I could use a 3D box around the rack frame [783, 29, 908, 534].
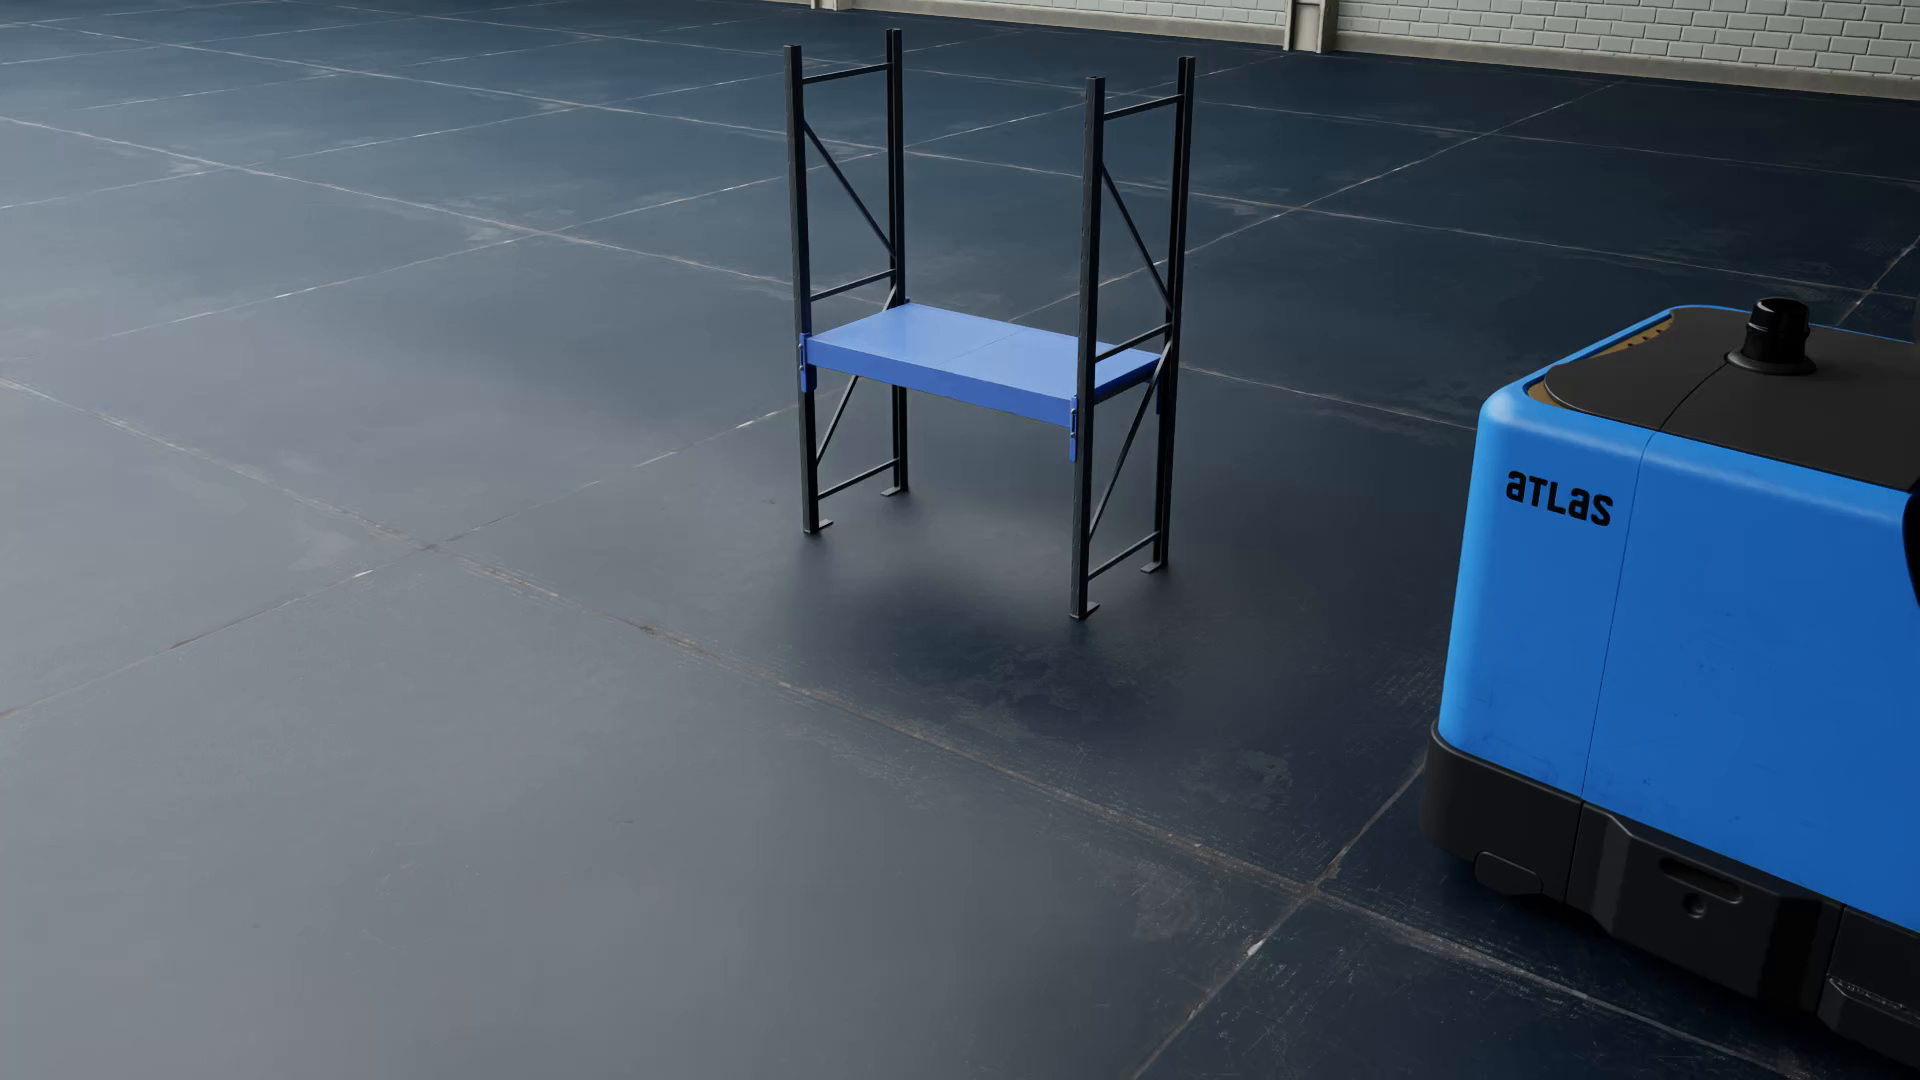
[{"bbox_3d":[-0.339,-0.789,5.180,0.032,1.500,0.500,17,29,33],"label":"rack frame"}]

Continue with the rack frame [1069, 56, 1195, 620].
[{"bbox_3d":[0.475,-0.543,4.622,0.032,1.500,0.500,17,29,33],"label":"rack frame"}]

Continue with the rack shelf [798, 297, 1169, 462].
[{"bbox_3d":[0.068,-0.501,4.973,1.000,0.185,0.538,17,29,33],"label":"rack shelf"}]

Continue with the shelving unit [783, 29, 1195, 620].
[{"bbox_3d":[0.068,-0.666,4.901,1.048,1.500,0.538,17,29,33],"label":"shelving unit"}]

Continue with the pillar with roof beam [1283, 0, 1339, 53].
[{"bbox_3d":[0.750,-7.407,10.901,0.400,9.000,9.100,17,29,33],"label":"pillar with roof beam"}]

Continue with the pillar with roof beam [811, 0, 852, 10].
[{"bbox_3d":[-4.051,-8.858,14.194,0.400,9.000,9.100,17,29,33],"label":"pillar with roof beam"}]

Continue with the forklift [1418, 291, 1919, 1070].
[{"bbox_3d":[2.413,-0.367,2.449,3.031,2.935,1.130,21,32,40],"label":"forklift"}]
